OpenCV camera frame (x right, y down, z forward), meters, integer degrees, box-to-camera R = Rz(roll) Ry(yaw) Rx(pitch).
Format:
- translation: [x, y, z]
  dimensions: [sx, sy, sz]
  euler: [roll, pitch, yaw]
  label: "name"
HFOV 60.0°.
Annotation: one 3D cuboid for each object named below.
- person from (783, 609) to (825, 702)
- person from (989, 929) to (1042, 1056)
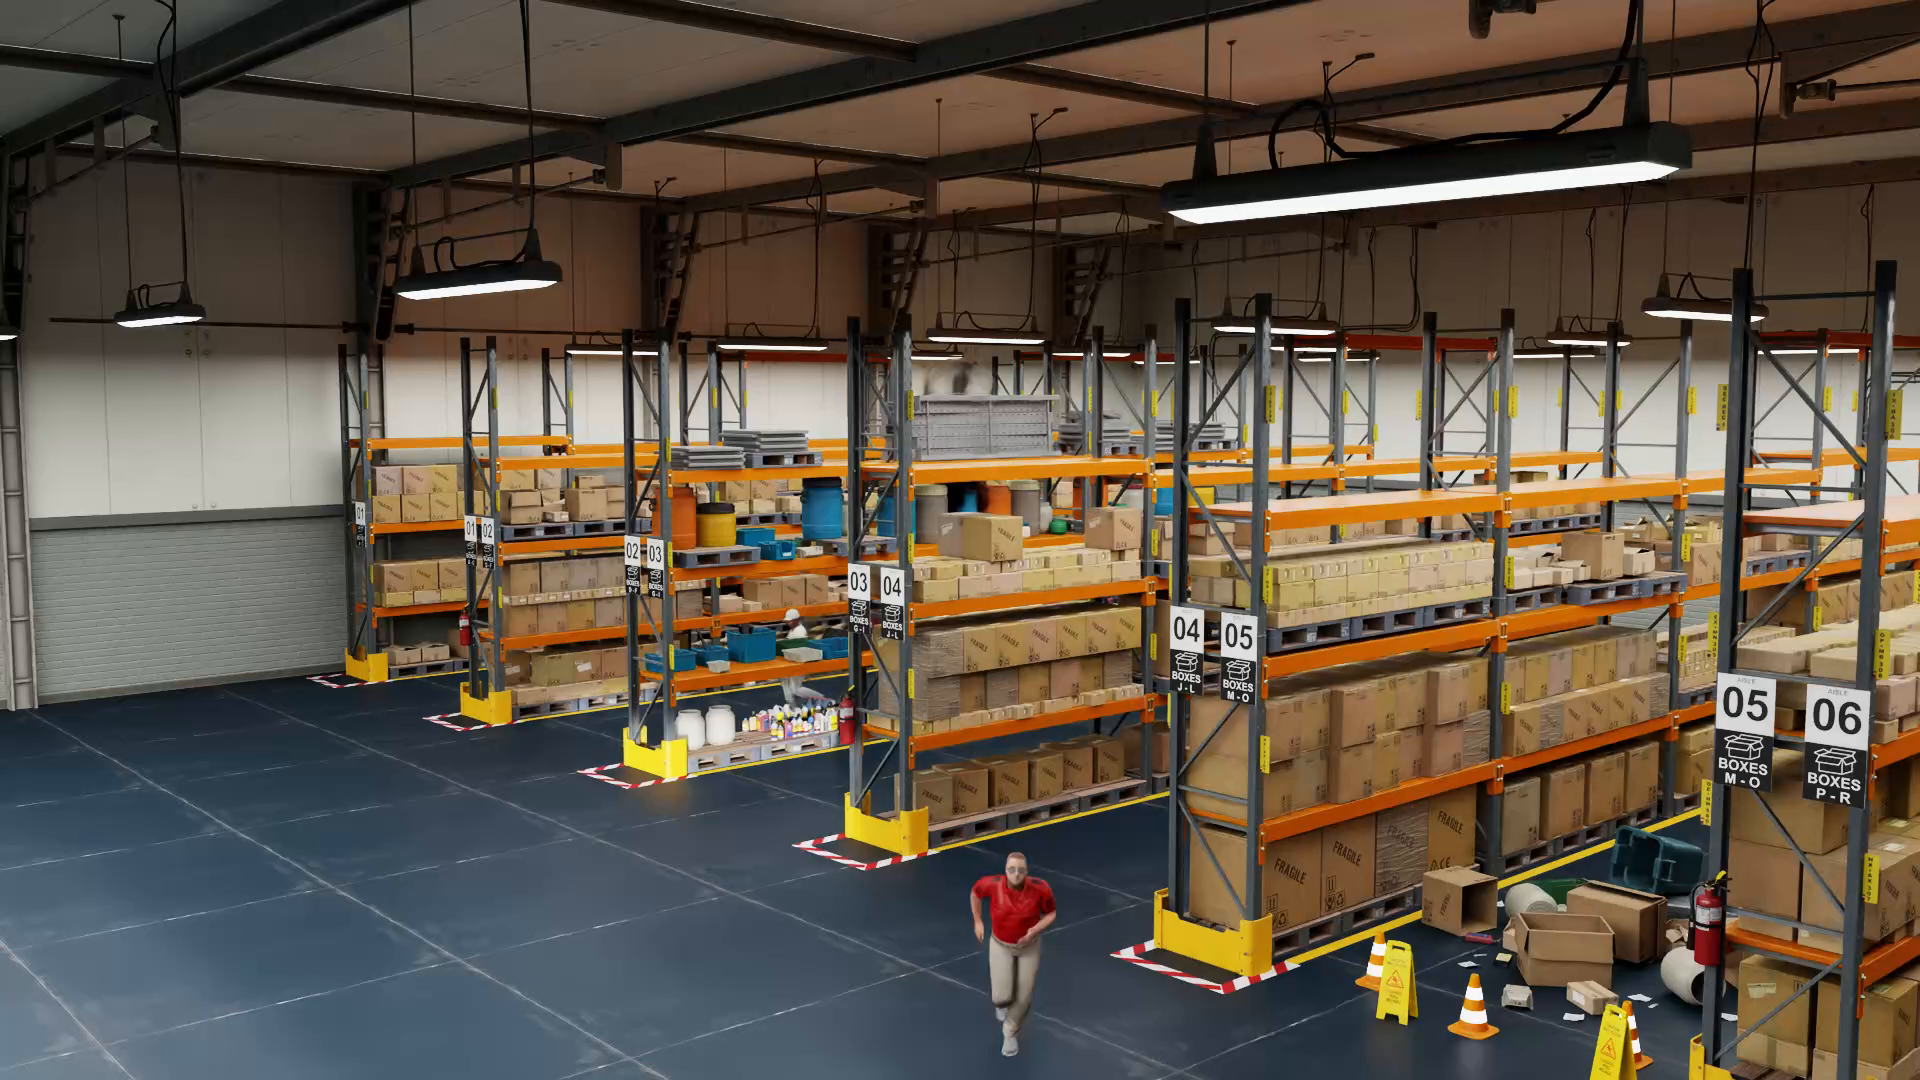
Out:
- translation: [-2.516, 1.937, 26.238]
  dimensions: [0.780, 1.735, 0.666]
  euler: [-1, 5, -16]
  label: "person"
- translation: [0.432, 3.498, 13.044]
  dimensions: [0.412, 1.042, 0.568]
  euler: [0, 5, -3]
  label: "person"
